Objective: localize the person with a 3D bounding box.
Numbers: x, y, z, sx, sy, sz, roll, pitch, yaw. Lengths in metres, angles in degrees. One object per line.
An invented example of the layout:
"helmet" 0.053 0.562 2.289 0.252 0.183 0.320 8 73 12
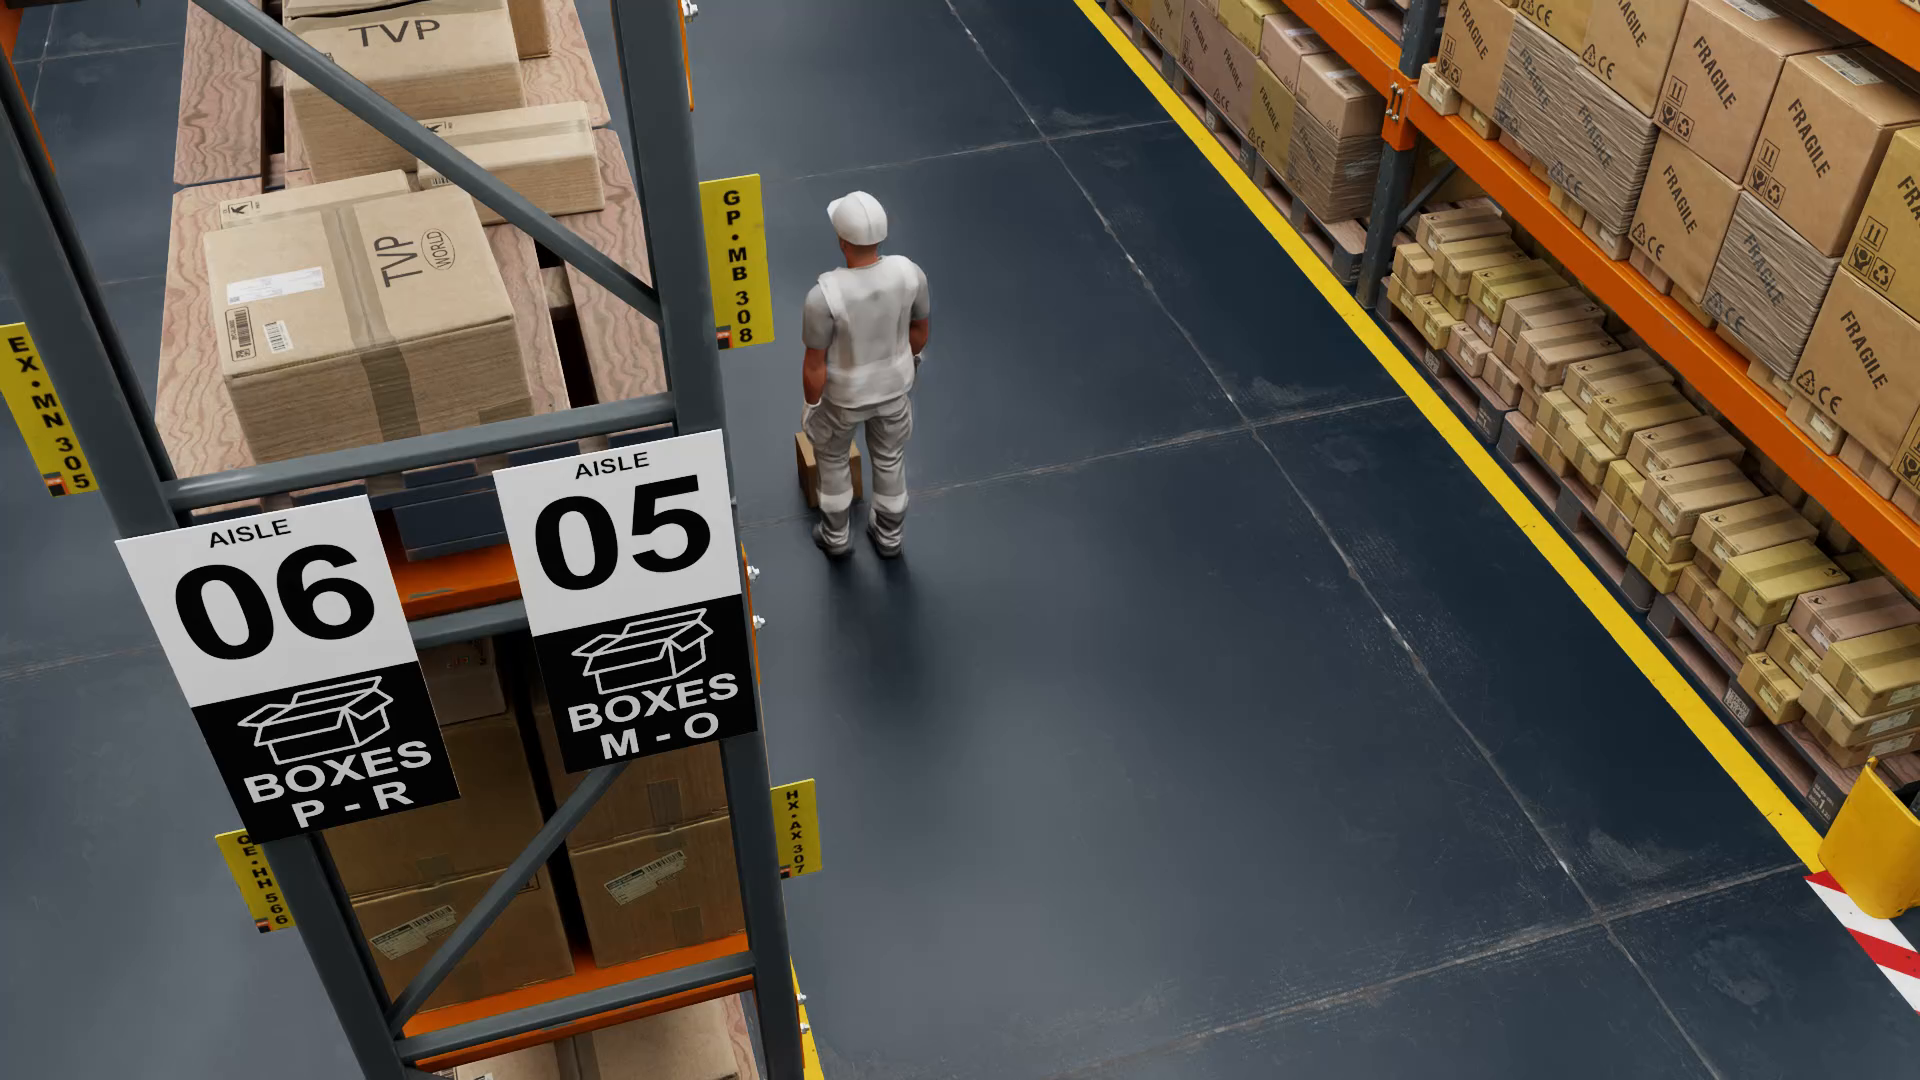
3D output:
"person" -0.406 -0.643 6.859 0.598 1.837 0.448 -15 44 -17
